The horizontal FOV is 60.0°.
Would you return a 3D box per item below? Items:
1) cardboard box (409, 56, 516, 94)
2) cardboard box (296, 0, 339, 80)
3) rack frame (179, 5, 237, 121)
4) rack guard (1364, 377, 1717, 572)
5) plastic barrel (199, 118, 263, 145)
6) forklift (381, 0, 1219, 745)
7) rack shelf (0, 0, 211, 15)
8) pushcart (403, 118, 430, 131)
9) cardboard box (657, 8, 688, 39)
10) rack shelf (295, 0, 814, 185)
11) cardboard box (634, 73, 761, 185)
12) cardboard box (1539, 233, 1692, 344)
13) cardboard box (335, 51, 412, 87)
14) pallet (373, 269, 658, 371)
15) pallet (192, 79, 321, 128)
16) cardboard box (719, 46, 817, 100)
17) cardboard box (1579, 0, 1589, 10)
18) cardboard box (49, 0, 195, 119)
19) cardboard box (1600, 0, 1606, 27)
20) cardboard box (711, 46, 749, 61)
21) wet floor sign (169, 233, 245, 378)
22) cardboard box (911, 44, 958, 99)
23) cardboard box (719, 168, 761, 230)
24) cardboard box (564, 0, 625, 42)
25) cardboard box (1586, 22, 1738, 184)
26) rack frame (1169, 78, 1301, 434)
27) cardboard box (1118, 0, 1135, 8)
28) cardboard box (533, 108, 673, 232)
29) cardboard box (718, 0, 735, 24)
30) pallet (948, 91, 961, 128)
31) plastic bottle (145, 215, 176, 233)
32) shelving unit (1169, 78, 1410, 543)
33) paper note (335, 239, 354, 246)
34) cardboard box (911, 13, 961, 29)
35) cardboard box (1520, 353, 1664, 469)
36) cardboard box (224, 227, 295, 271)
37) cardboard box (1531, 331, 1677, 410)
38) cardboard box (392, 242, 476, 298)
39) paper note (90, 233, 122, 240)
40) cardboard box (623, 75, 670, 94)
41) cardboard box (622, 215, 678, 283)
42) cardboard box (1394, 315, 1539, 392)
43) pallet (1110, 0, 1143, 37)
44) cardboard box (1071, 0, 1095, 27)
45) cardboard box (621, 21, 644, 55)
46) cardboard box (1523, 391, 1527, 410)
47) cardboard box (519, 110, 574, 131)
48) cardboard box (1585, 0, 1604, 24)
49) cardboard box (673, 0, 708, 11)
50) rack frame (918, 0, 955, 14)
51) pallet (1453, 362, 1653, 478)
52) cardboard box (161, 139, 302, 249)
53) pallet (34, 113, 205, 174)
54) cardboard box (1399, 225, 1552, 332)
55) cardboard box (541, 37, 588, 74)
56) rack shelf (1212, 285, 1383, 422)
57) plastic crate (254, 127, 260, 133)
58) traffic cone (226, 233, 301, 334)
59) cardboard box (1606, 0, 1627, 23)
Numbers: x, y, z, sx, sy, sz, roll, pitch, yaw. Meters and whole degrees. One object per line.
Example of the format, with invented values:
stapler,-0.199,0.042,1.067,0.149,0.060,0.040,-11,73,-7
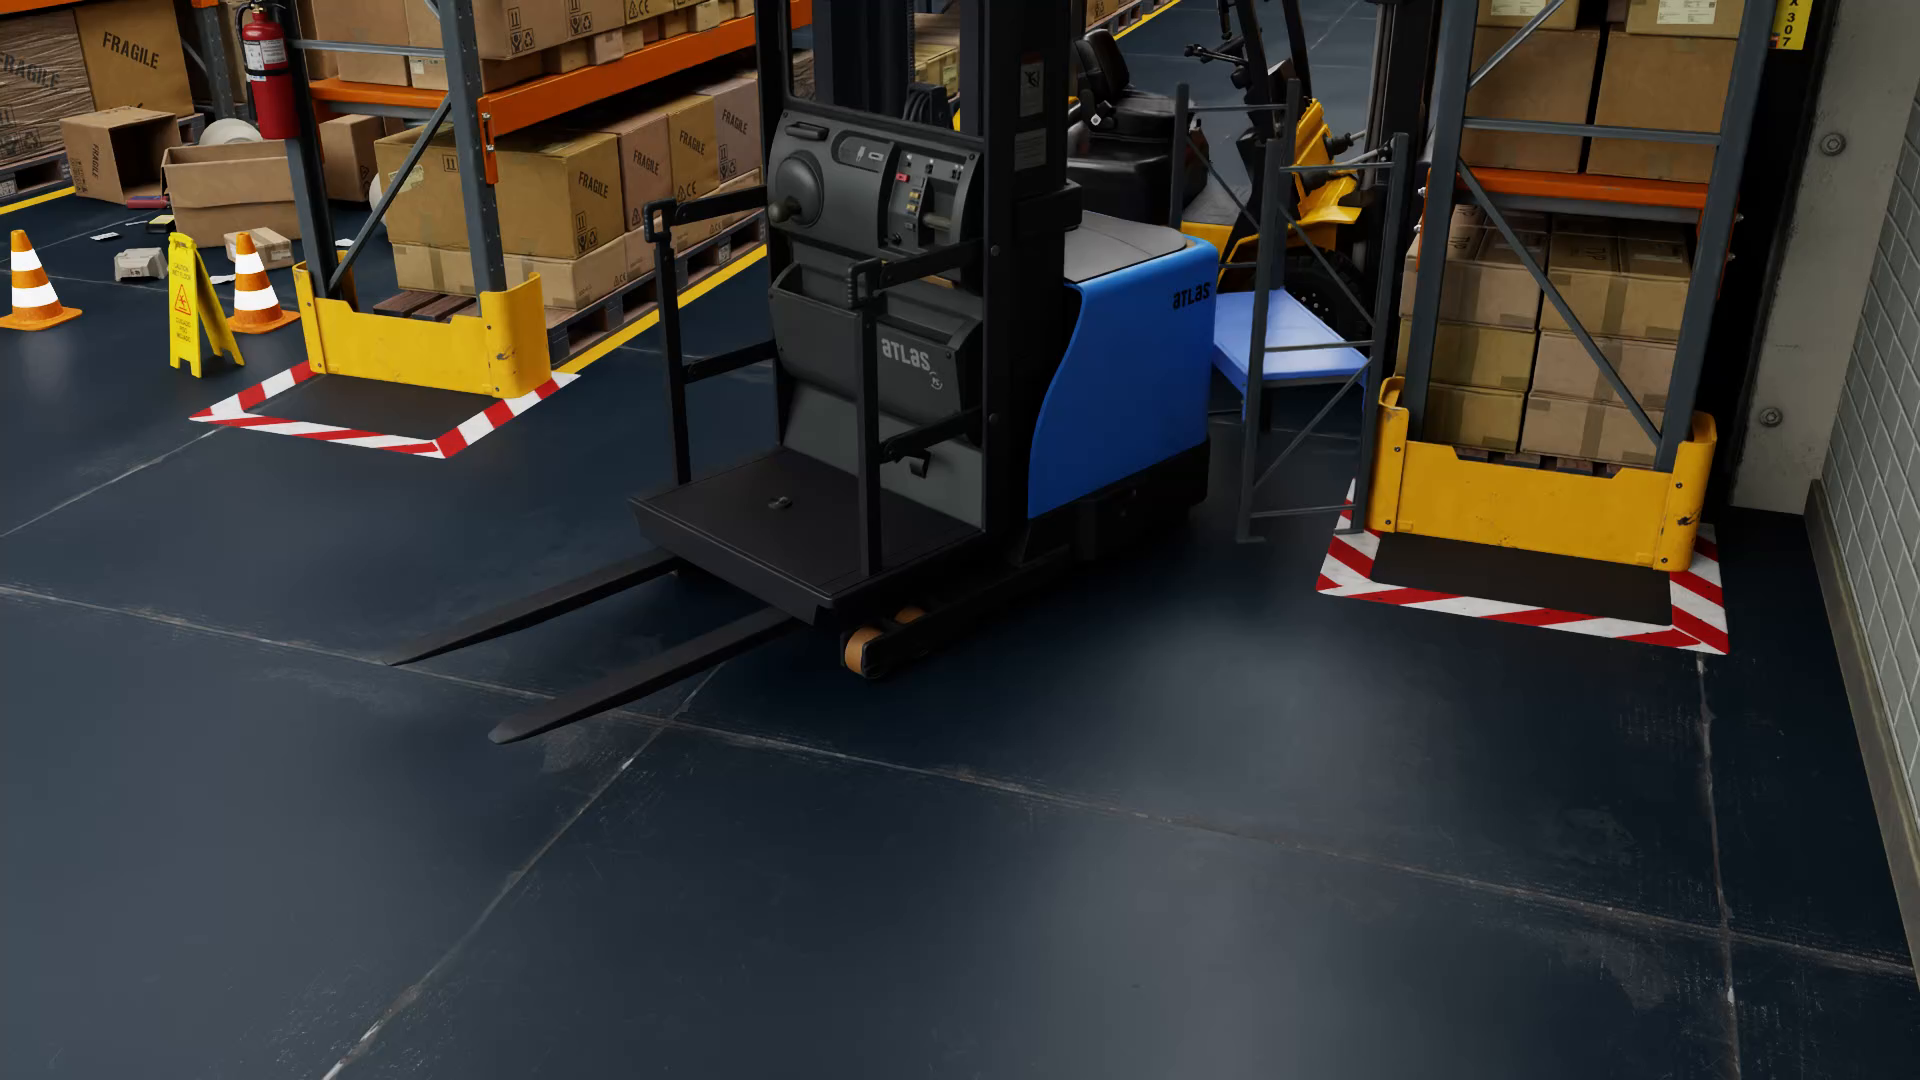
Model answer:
cardboard box,-2.227,-2.106,7.447,0.380,0.149,0.250,9,27,18
cardboard box,-5.460,-4.270,13.727,1.050,0.750,0.750,9,27,17
rack frame,-5.906,-4.430,11.957,1.000,3.000,0.127,9,27,17
rack guard,2.138,-0.257,6.206,1.175,0.500,0.348,9,27,17
plastic barrel,-4.837,-2.582,11.096,0.421,0.421,0.512,-14,29,-27
forklift,-0.440,-1.127,5.214,1.130,2.935,3.031,23,34,39
rack shelf,-6.572,-3.284,10.417,1.077,0.370,4.000,9,27,17
pushcart,-3.371,-2.883,11.772,1.648,0.377,0.936,0,26,-1
cardboard box,-1.663,-2.740,8.754,0.380,0.149,0.250,8,27,16
rack shelf,-1.870,-2.608,9.020,1.077,0.370,4.000,9,27,17
cardboard box,-1.485,-2.341,9.457,0.500,0.500,0.500,10,28,20
cardboard box,2.485,-0.963,6.323,0.500,0.250,0.500,8,27,17
cardboard box,-2.613,-2.181,7.602,0.380,0.149,0.250,10,27,19
pallet,-2.207,-1.215,8.517,1.003,0.211,1.213,9,27,17
pallet,-5.720,-3.503,13.242,1.003,0.211,1.213,9,27,17
cardboard box,-1.148,-2.761,10.322,0.500,0.500,0.500,8,27,17
cardboard box,2.199,-2.119,6.325,0.380,0.149,0.250,9,27,18
cardboard box,-6.181,-3.414,11.816,0.875,0.875,0.875,9,27,18
cardboard box,2.889,-2.025,6.875,0.500,0.500,0.500,8,27,17
cardboard box,-1.656,-2.839,10.485,0.500,0.500,0.500,10,28,20
wet floor sign,-3.608,-1.127,7.838,0.267,0.644,0.232,20,32,35
cardboard box,-0.567,-3.558,12.689,0.950,0.372,0.625,10,27,19
cardboard box,-1.489,-1.995,9.601,0.500,0.250,0.500,9,27,18
cardboard box,-1.947,-2.656,7.838,0.500,0.500,0.500,10,27,19
cardboard box,2.573,-1.600,5.997,0.500,0.500,0.500,10,27,19
rack frame,1.095,-1.125,6.852,0.500,1.500,0.032,-5,26,-10
cardboard box,1.327,-6.008,17.172,0.875,0.875,0.875,10,27,19
cardboard box,-1.829,-1.916,8.577,0.500,0.500,0.500,8,27,16
cardboard box,-1.472,-2.945,9.180,0.380,0.149,0.250,8,27,17
pallet,-0.543,-3.322,12.868,1.003,0.211,1.213,9,27,17
plastic bottle,-4.871,-1.947,10.202,0.133,0.061,0.283,0,26,-1
shelving unit,1.188,-0.907,6.402,0.538,1.500,1.048,-5,26,-10
paper note,-3.674,-1.773,9.890,0.148,0.019,0.142,20,32,35
cardboard box,-0.071,-4.173,13.960,0.950,0.372,0.625,7,27,14
cardboard box,2.494,-0.516,6.548,0.500,0.250,0.500,9,27,18
cardboard box,-4.005,-1.658,9.504,0.250,0.149,0.380,-20,33,-36
cardboard box,2.499,-0.731,6.418,0.500,0.250,0.500,9,27,18
cardboard box,-2.512,-1.442,8.460,0.500,0.250,0.500,9,27,17
paper note,-5.128,-1.830,9.997,0.144,0.017,0.142,20,32,35
cardboard box,-1.997,-2.405,9.587,0.500,0.500,0.500,10,28,20
cardboard box,-1.830,-1.561,8.706,0.500,0.250,0.500,10,27,19
cardboard box,2.014,-0.813,6.587,0.500,0.250,0.500,8,27,17
pallet,1.272,-5.458,17.281,1.003,0.211,1.213,9,27,17
cardboard box,0.735,-5.268,15.644,0.875,0.875,0.875,9,27,18
cardboard box,-1.810,-2.518,8.297,0.380,0.149,0.250,9,27,19
cardboard box,2.179,-0.785,7.102,0.500,0.250,0.500,9,27,17
cardboard box,-2.345,-1.981,8.712,0.500,0.500,0.500,10,28,19
cardboard box,2.244,-1.889,6.594,0.500,0.500,0.500,10,27,19
cardboard box,-1.617,-3.076,8.705,0.500,0.500,0.500,8,27,16
rack frame,0.126,-5.397,13.956,1.000,3.000,0.127,9,27,17
pallet,2.361,-0.457,6.951,1.003,0.211,1.213,9,27,17
cardboard box,-4.339,-2.075,9.959,0.797,0.503,0.637,-9,27,-18
pallet,-6.233,-2.874,11.943,1.003,0.211,1.213,9,27,17
cardboard box,2.005,-1.027,6.456,0.500,0.250,0.500,10,27,19
cardboard box,-1.992,-2.309,7.866,0.380,0.149,0.250,8,27,16
rack shelf,1.188,-0.745,6.481,0.538,0.185,1.000,-5,26,-10
plastic crate,-4.729,-2.929,12.018,0.662,0.188,0.450,-20,23,-36
traffic cone,-3.609,-1.332,8.470,0.336,0.463,0.334,9,27,17
cardboard box,2.526,-1.941,5.958,0.380,0.149,0.250,9,27,17
